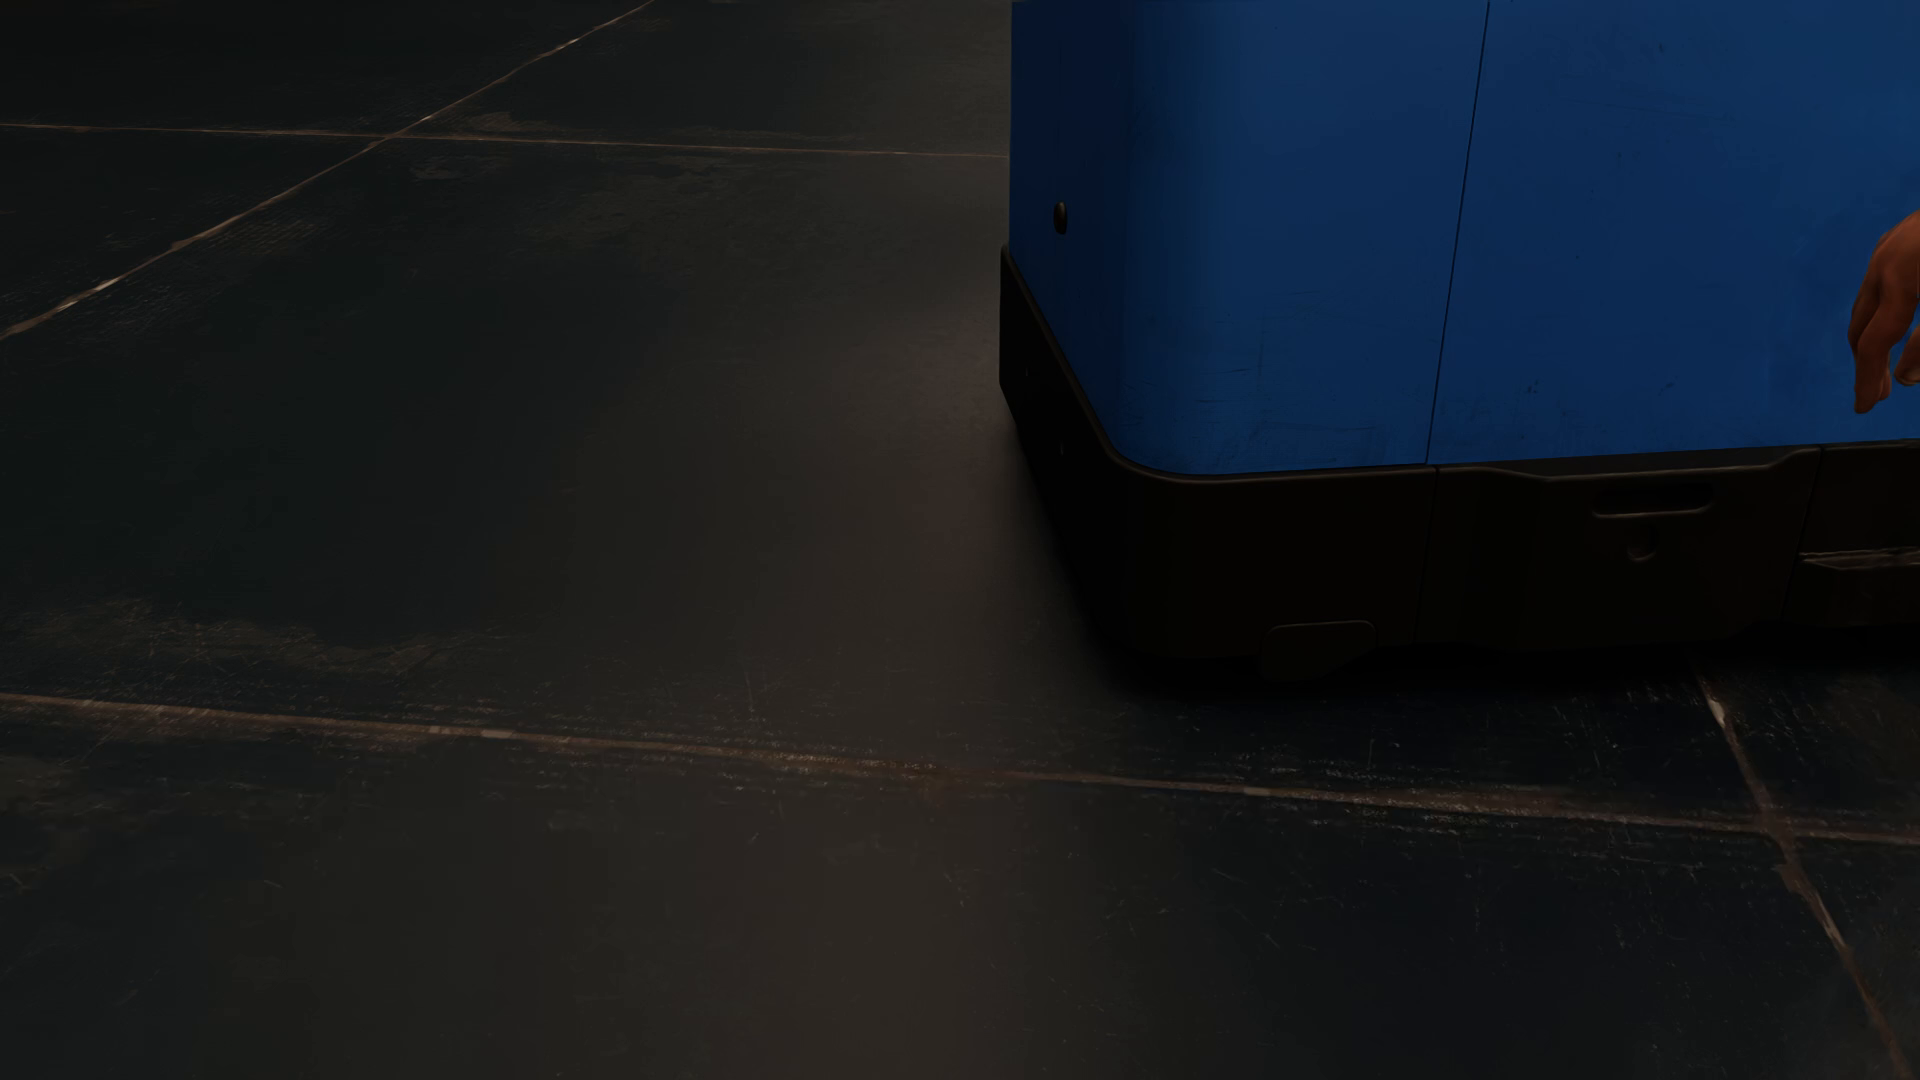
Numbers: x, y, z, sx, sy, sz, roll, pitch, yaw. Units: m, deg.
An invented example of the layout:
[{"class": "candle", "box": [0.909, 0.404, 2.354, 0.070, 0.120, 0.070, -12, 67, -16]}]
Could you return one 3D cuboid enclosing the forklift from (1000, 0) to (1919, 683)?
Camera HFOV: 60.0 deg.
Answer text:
[{"class": "forklift", "box": [1.625, -1.412, 2.048, 3.031, 2.935, 1.130, -3, 27, -7]}]
